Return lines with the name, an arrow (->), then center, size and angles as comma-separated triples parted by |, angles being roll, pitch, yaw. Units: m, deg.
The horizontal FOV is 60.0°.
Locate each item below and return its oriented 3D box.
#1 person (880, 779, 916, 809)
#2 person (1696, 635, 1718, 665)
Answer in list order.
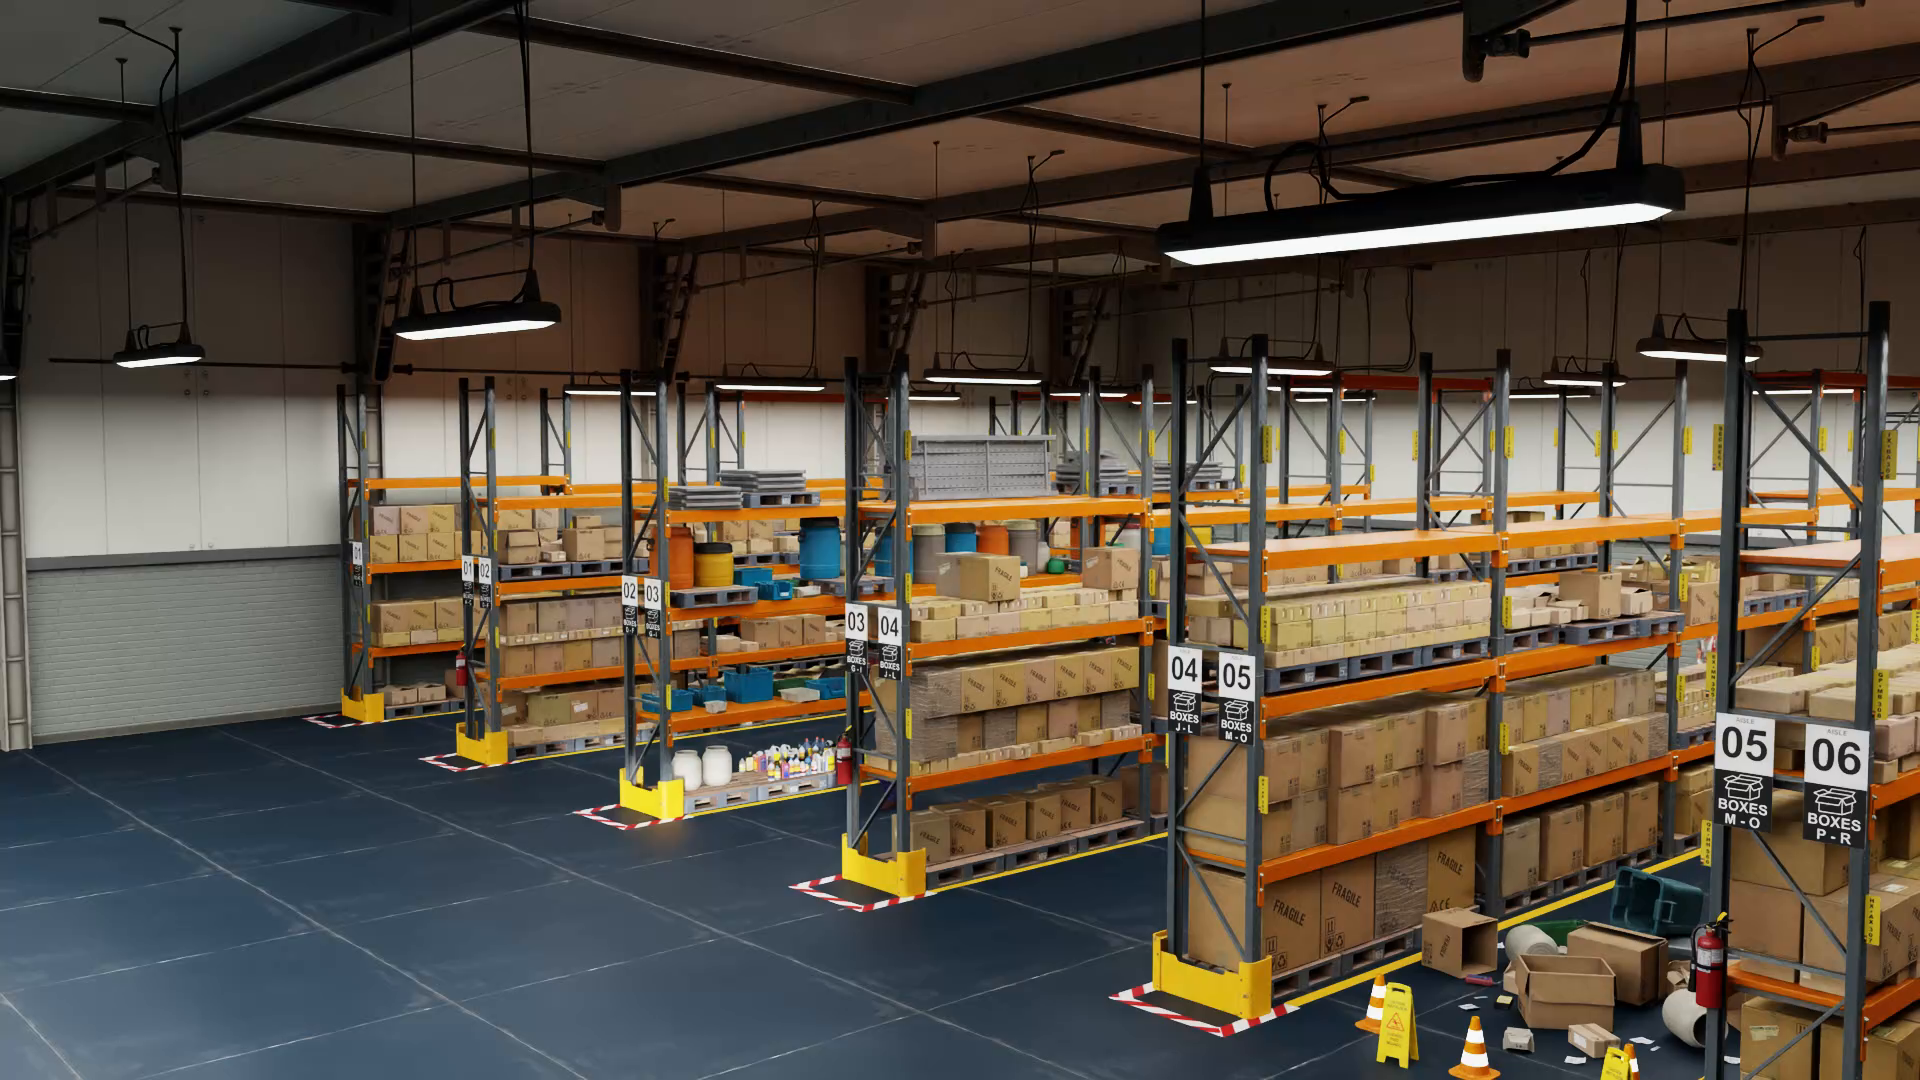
person -> -0.883, 2.863, 22.794 | 0.499, 1.631, 0.553 | -1, 4, -19
person -> 13.878, 2.322, 30.600 | 0.642, 1.683, 0.696 | -3, 5, -35
